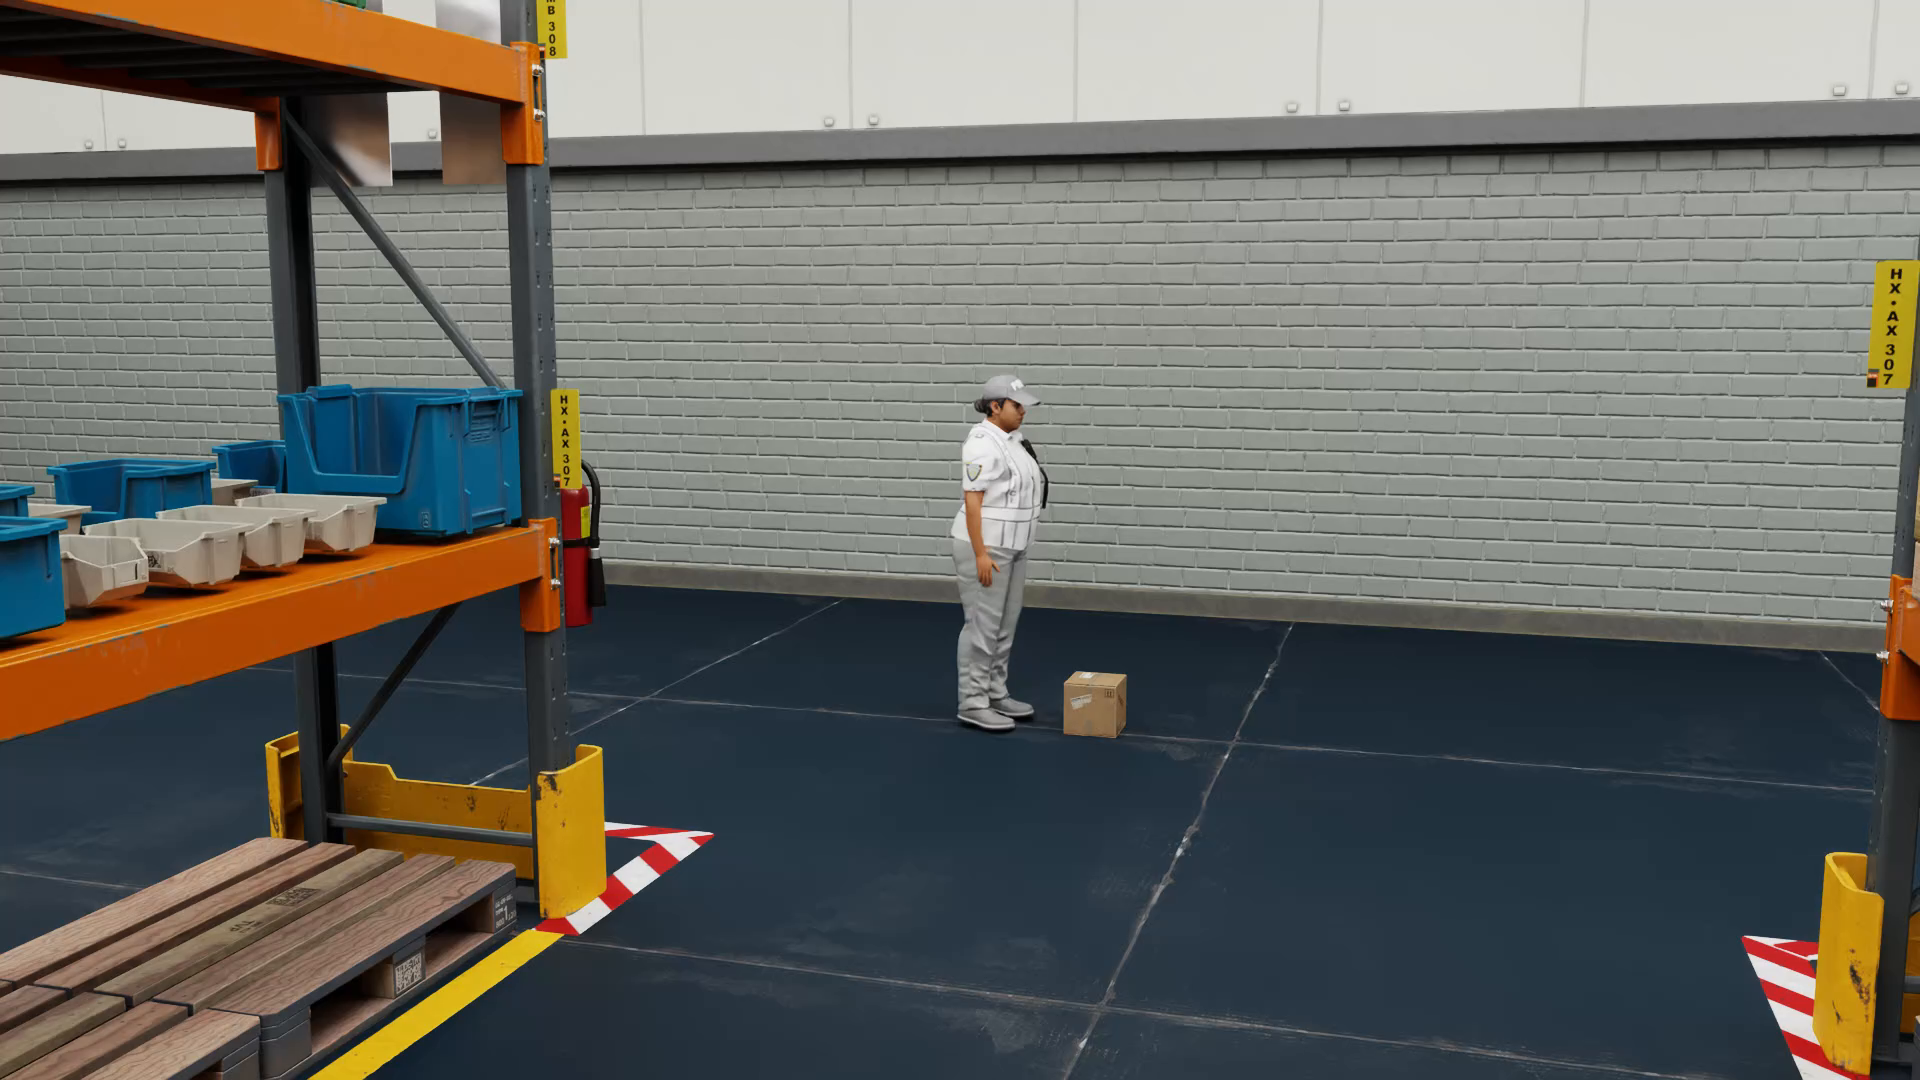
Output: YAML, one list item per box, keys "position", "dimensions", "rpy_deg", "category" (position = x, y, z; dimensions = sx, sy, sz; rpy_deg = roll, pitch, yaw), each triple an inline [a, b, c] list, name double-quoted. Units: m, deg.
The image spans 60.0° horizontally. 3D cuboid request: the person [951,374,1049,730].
- position: [0.188, 0.048, 7.900]
  dimensions: [0.399, 1.668, 0.495]
  rpy_deg: [4, 9, 23]
  category: "person"
